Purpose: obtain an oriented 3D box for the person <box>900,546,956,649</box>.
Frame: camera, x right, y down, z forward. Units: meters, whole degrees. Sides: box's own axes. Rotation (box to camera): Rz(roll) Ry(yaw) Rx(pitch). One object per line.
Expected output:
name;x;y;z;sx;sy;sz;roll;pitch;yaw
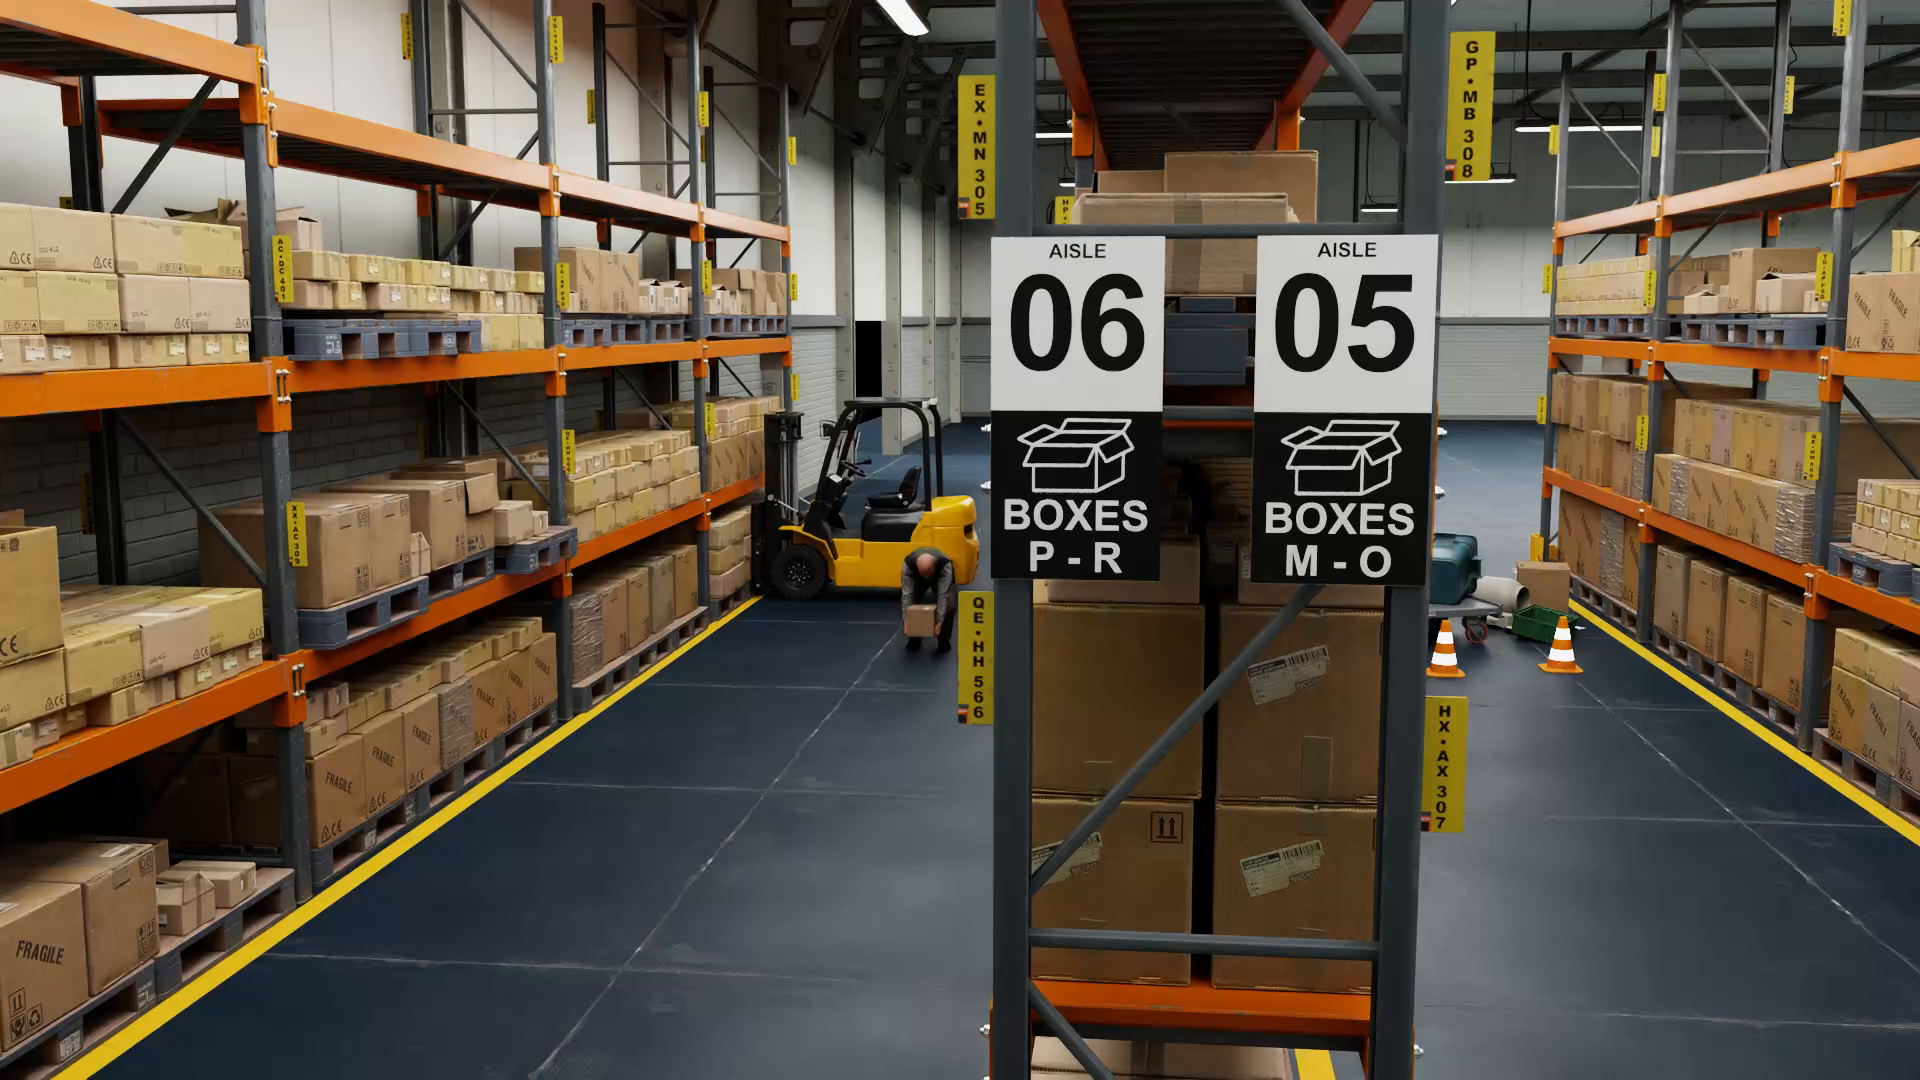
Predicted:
person;-0.292;0.536;15.208;0.520;0.969;0.938;1;8;4
